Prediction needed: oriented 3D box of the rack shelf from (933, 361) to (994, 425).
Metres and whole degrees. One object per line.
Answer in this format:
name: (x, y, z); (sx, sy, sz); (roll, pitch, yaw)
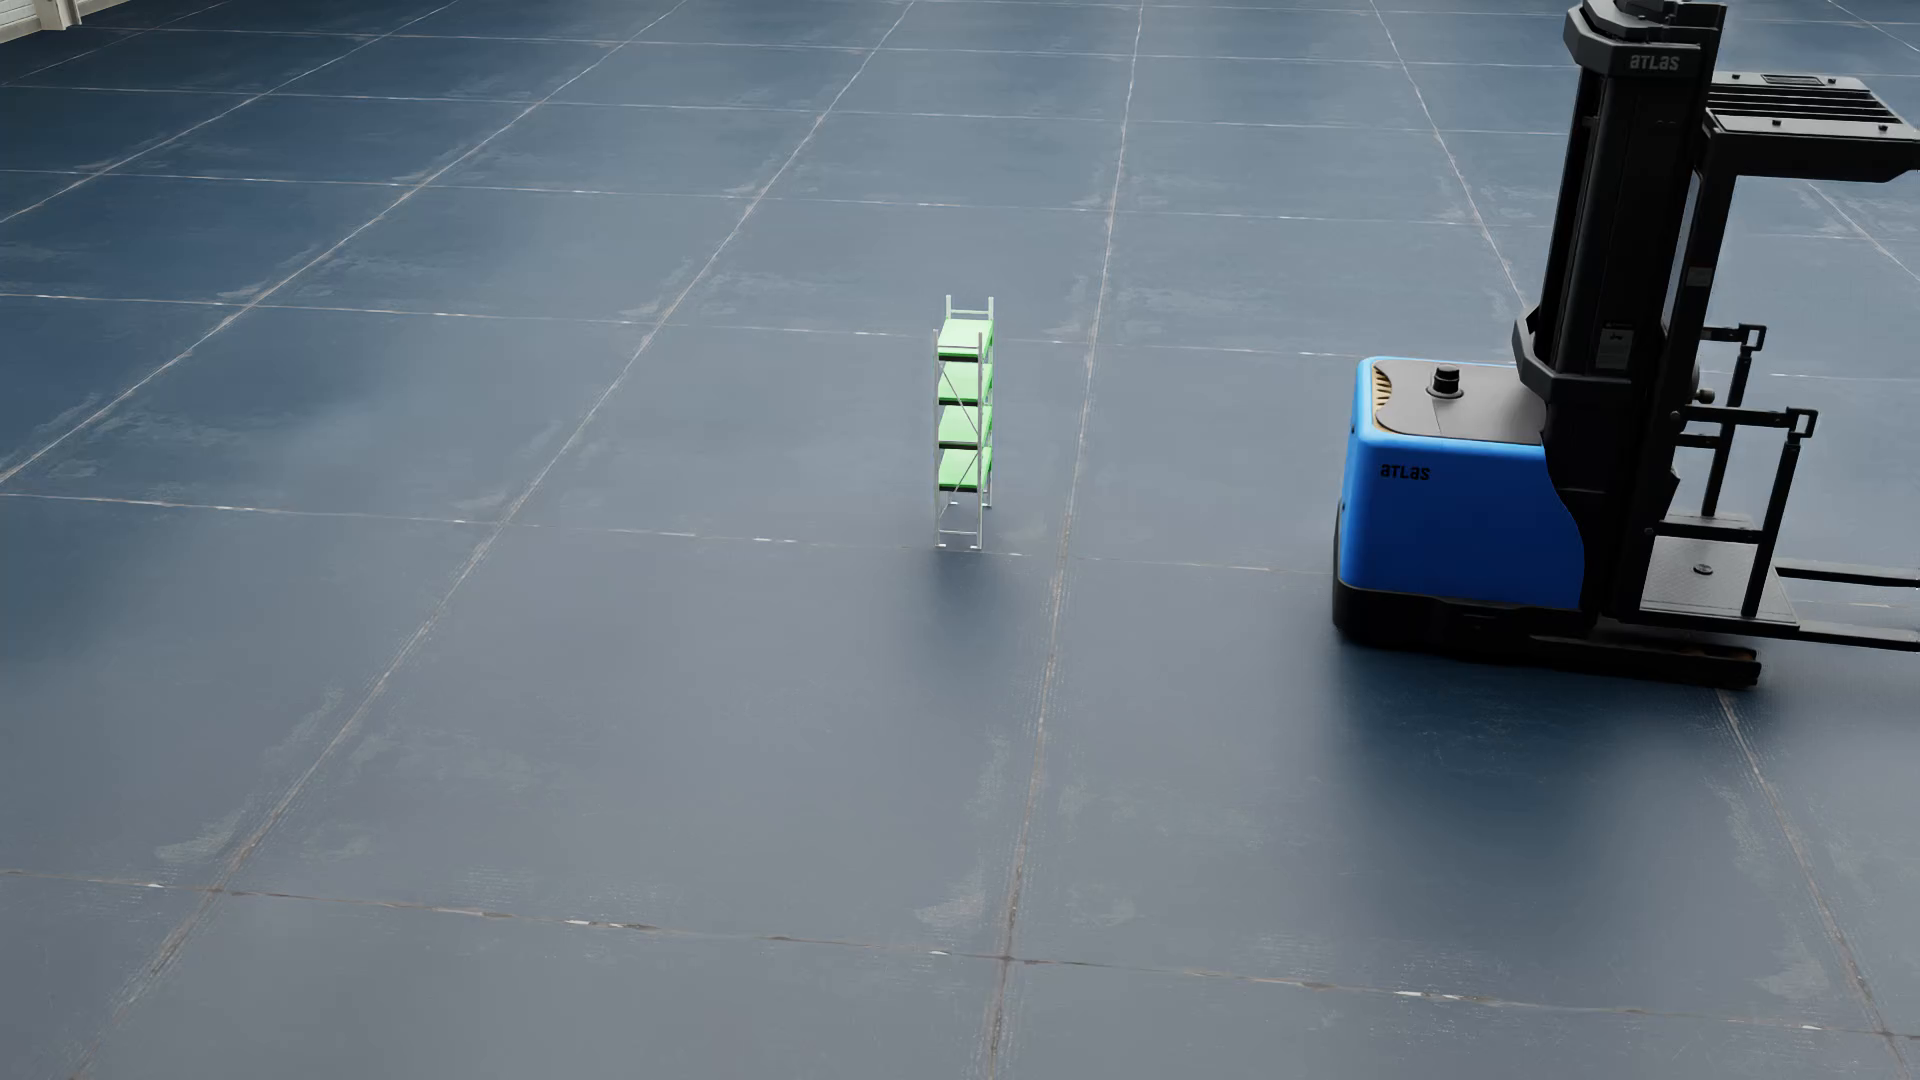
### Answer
rack shelf: (0.020, -0.761, 8.527); (0.258, 0.148, 0.480); (3, 28, 6)

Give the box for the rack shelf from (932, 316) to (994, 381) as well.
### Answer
rack shelf: (0.020, -0.972, 8.413); (0.258, 0.148, 0.480); (3, 28, 6)

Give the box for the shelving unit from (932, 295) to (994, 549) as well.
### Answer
shelving unit: (0.020, -0.606, 8.610); (0.258, 1.200, 0.503); (3, 28, 6)

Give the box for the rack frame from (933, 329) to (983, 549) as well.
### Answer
rack frame: (-0.010, -0.491, 8.397); (0.240, 1.200, 0.015); (3, 28, 6)

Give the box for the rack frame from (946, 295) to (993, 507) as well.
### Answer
rack frame: (0.050, -0.721, 8.823); (0.240, 1.200, 0.015); (3, 28, 6)

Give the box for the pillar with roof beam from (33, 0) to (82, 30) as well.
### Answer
pillar with roof beam: (-6.805, -10.037, 17.893); (9.100, 9.000, 0.400); (3, 28, 6)

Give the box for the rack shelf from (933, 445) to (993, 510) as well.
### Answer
rack shelf: (0.020, -0.339, 8.754); (0.258, 0.148, 0.480); (3, 28, 6)

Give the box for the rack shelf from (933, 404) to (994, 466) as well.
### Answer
rack shelf: (0.020, -0.550, 8.640); (0.258, 0.148, 0.480); (3, 28, 6)

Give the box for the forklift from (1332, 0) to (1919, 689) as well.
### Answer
forklift: (3.336, -0.895, 7.321); (3.031, 2.935, 1.130); (6, 29, 10)
